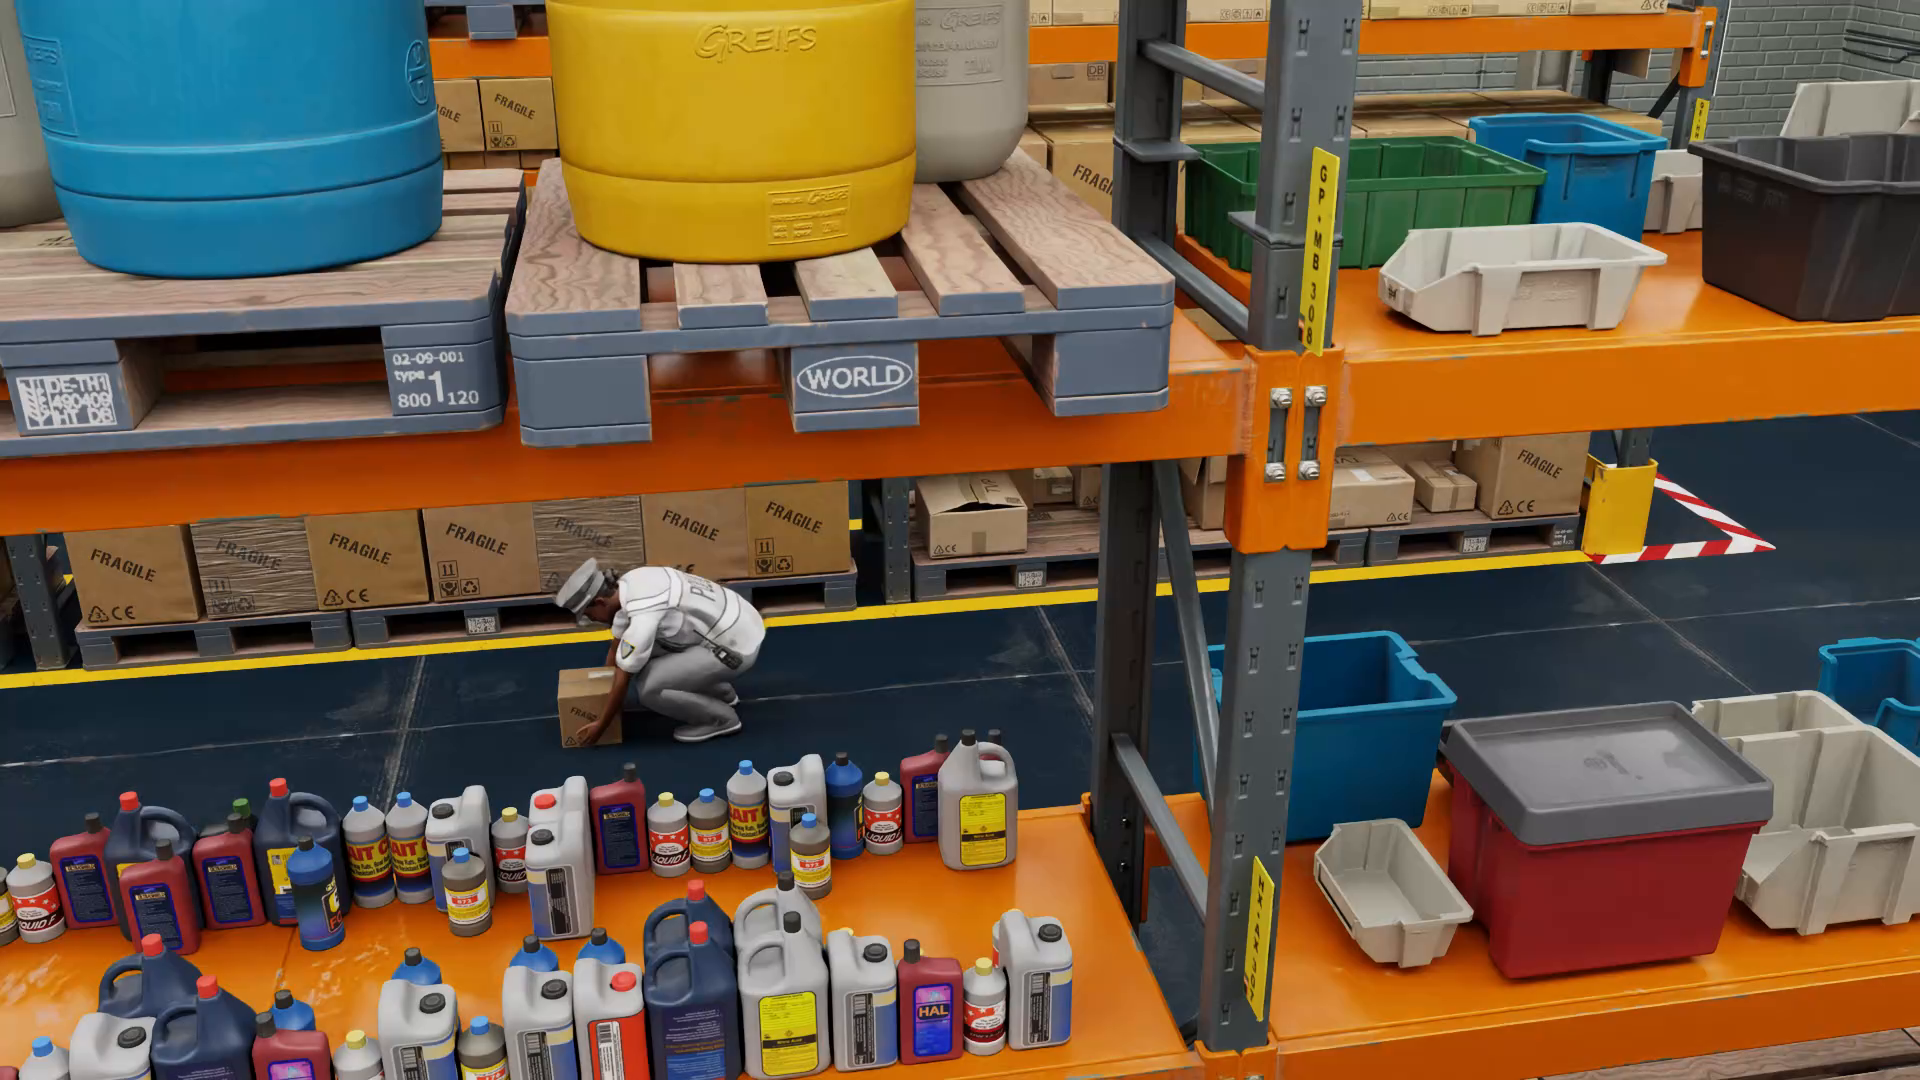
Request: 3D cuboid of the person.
[{"bbox_3d":[-1.273,0.438,7.150,0.869,0.846,0.479,-4,24,-9],"label":"person"}]
